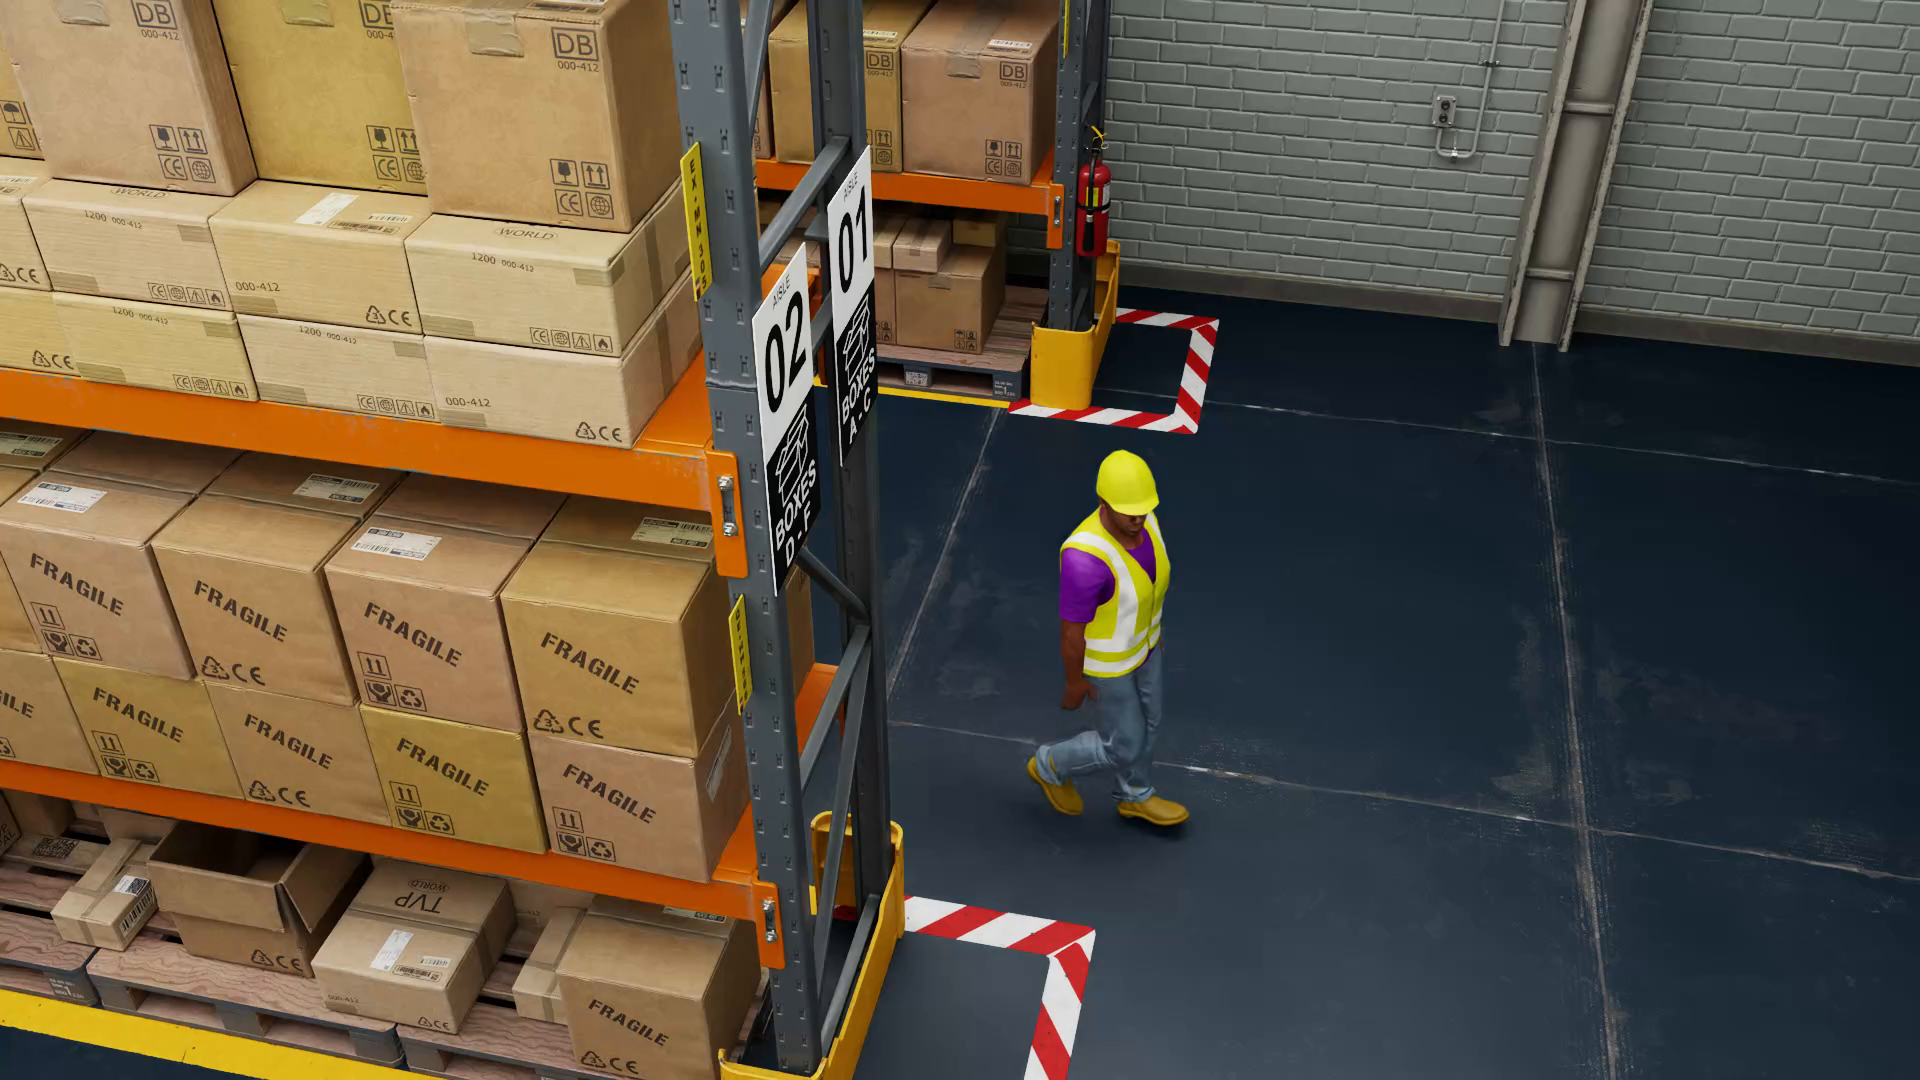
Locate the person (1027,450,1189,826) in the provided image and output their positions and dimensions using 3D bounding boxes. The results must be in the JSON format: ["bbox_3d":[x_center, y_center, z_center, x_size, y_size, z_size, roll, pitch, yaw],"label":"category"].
[{"bbox_3d":[0.606,0.419,6.349,0.650,1.761,0.602,20,41,24],"label":"person"}]
